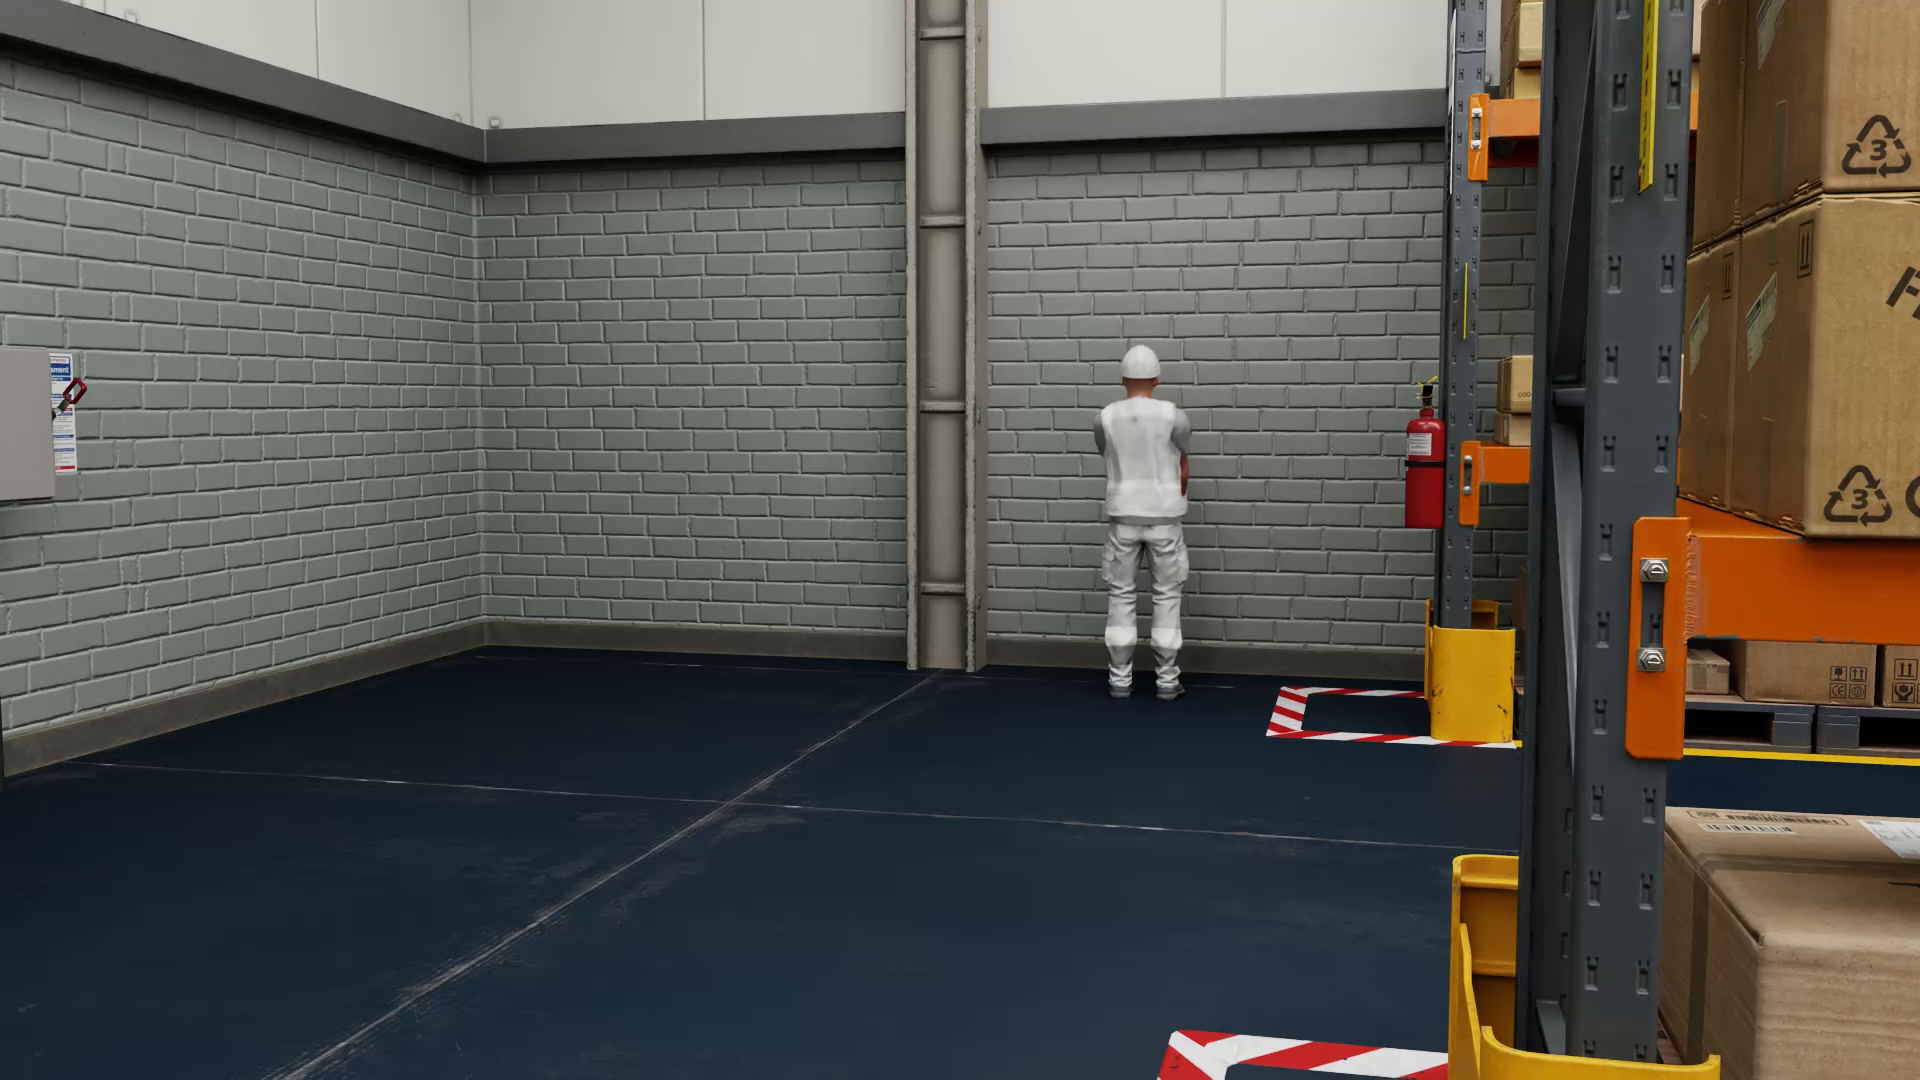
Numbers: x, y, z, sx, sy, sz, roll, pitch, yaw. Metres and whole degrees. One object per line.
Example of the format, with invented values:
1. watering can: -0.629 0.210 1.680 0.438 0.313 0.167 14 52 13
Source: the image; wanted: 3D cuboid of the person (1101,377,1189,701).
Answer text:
1. person: 0.955 -0.074 8.515 0.456 1.735 0.558 1 5 15
